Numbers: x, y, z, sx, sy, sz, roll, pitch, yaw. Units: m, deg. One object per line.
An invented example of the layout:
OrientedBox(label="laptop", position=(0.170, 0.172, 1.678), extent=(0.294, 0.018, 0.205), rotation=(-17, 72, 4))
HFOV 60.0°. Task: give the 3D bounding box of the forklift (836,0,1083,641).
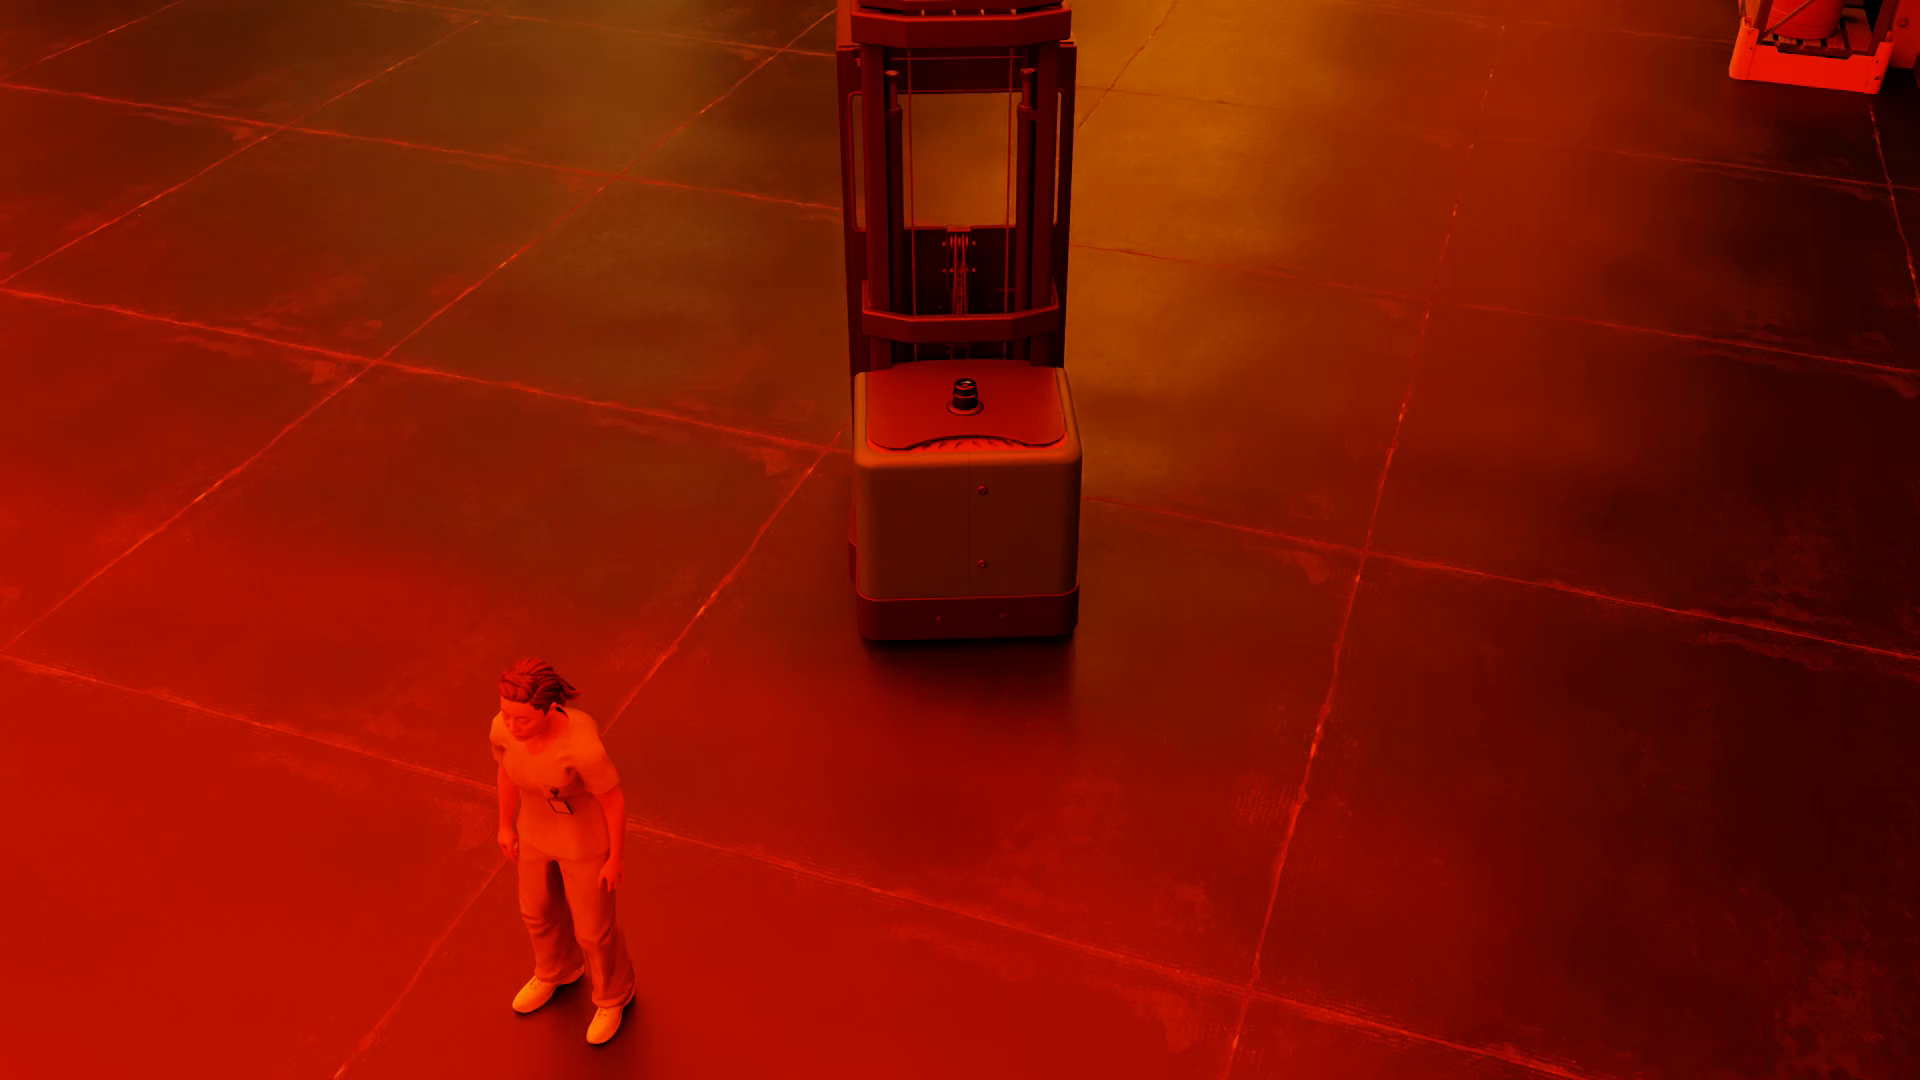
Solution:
OrientedBox(label="forklift", position=(-0.029, -1.547, 8.293), extent=(1.130, 2.935, 3.031), rotation=(-2, 35, -2))

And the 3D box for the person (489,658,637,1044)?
OrientedBox(label="person", position=(-1.374, 1.043, 5.728), extent=(0.515, 1.672, 0.360), rotation=(14, 38, 19))
